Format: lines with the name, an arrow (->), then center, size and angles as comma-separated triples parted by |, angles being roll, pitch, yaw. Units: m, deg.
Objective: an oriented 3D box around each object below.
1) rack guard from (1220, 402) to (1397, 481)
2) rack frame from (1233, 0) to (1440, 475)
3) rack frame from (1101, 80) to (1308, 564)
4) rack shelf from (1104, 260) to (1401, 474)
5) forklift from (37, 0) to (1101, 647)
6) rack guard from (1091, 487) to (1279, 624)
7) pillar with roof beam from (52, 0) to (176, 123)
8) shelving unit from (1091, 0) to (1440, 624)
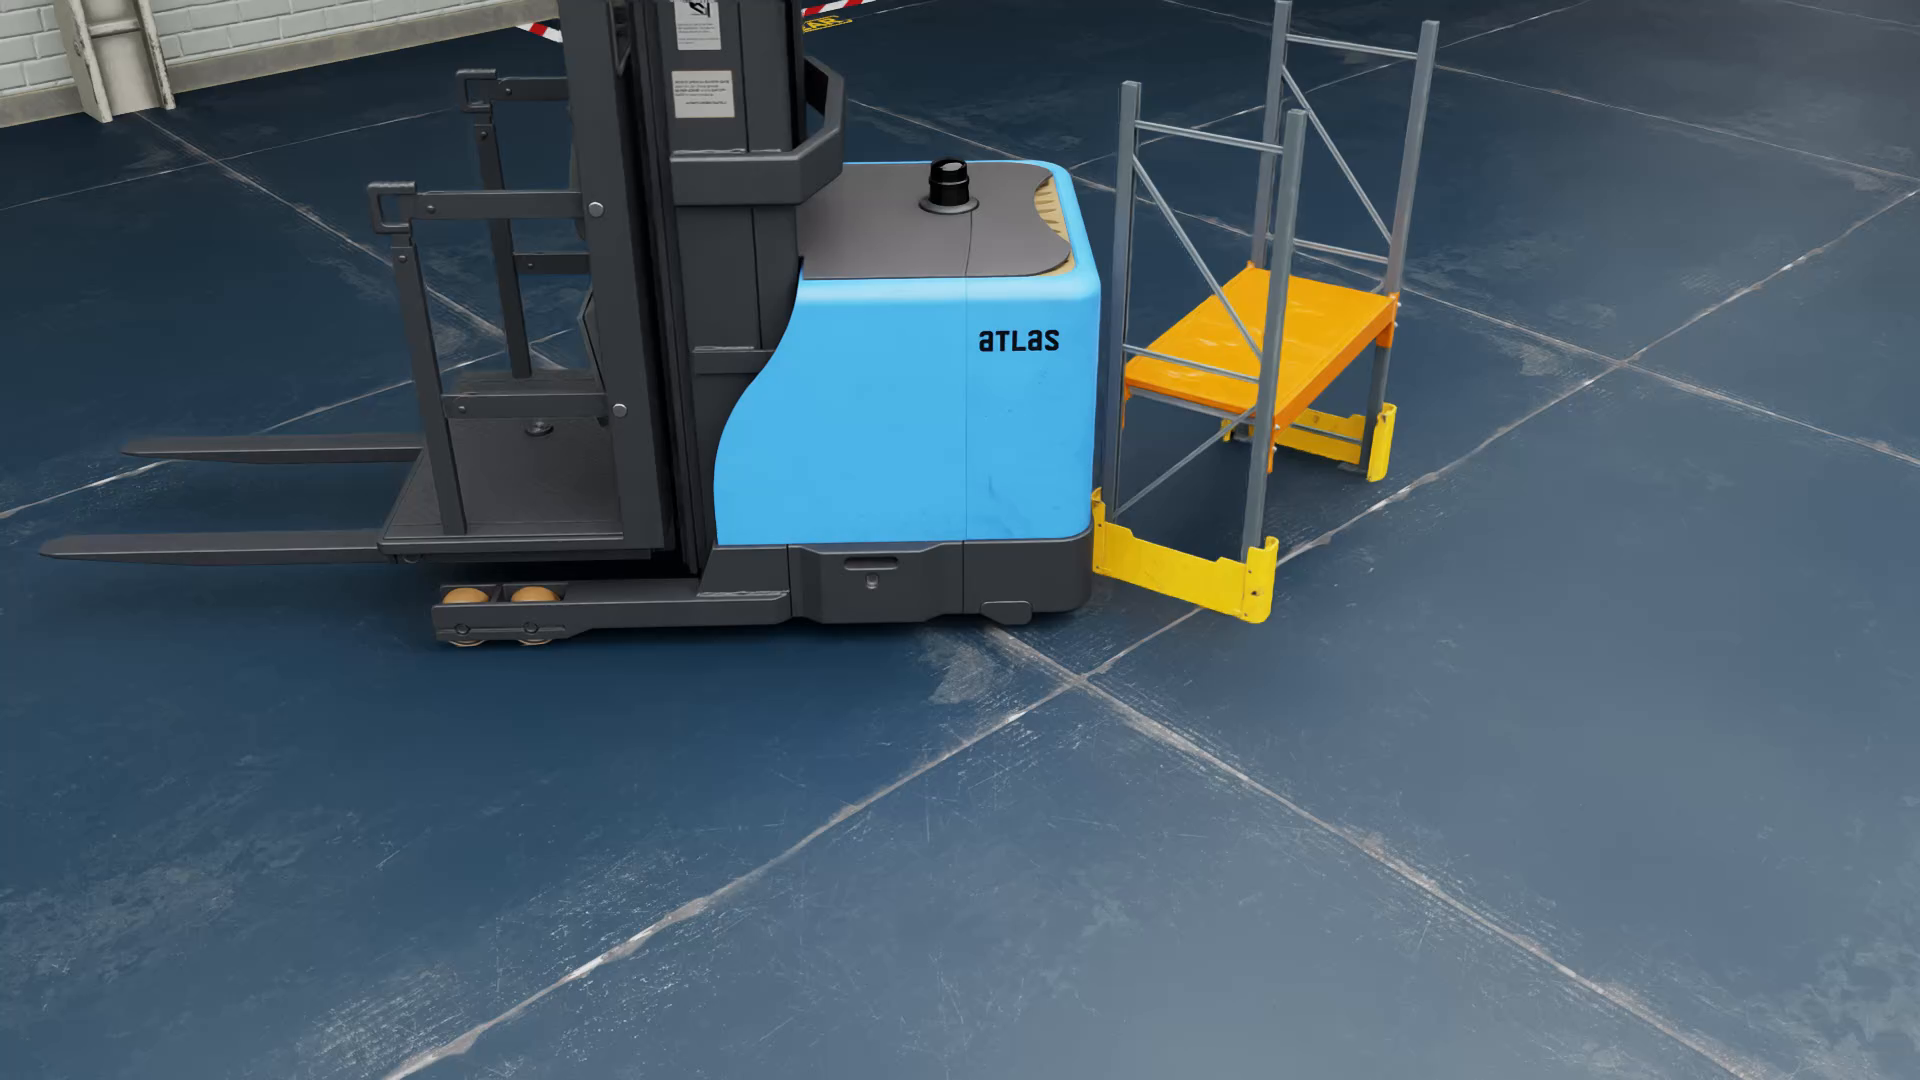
rack guard -> 1.177, -0.399, 5.663 | 0.587, 0.250, 0.087 | 18, 36, 27
rack frame -> 1.178, -0.933, 5.337 | 0.500, 1.500, 0.032 | 18, 36, 27
rack frame -> 0.639, -0.483, 4.601 | 0.500, 1.500, 0.032 | 18, 36, 27
rack shelf -> 0.908, -0.554, 5.063 | 0.538, 0.185, 1.000 | 18, 36, 27
forklift -> -1.146, -1.228, 4.448 | 3.031, 2.935, 1.130 | -1, 31, -2
rack guard -> 0.650, 0.042, 4.942 | 0.587, 0.250, 0.087 | 18, 36, 27
pillar with roof beam -> -1.624, -4.555, 4.073 | 0.400, 9.000, 9.100 | -26, 40, -35
shelving unit -> 0.913, -0.712, 4.976 | 0.587, 1.500, 1.083 | 18, 36, 27
